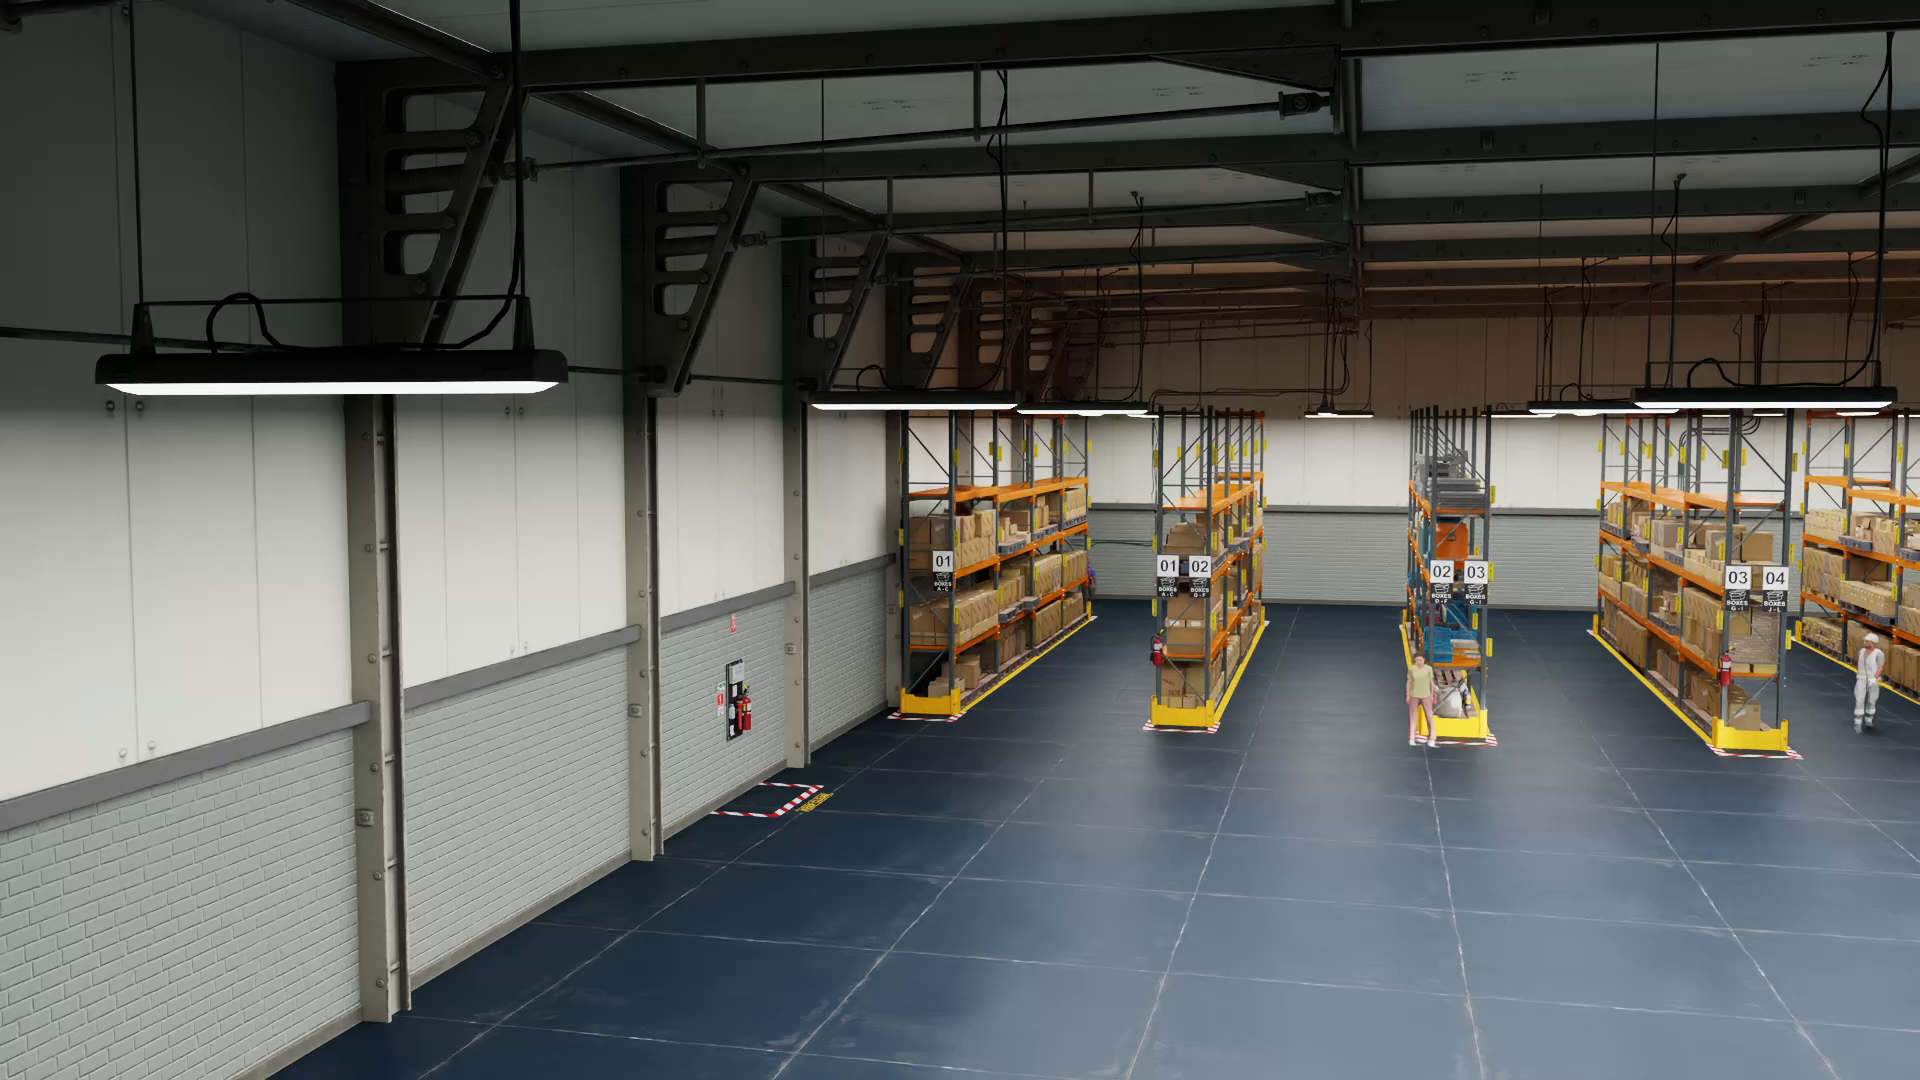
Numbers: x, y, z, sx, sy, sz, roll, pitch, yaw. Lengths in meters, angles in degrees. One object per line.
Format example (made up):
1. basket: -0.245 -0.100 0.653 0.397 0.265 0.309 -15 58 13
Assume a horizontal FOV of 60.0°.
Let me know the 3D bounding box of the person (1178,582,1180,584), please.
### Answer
1. person: 6.770 1.243 50.512 0.583 1.729 0.440 -1 4 -11

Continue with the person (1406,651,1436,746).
1. person: 8.124 2.779 29.299 0.522 1.674 0.403 1 4 17

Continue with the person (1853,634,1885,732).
1. person: 16.788 2.619 30.697 0.489 1.777 0.861 2 5 30

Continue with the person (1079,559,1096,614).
1. person: 3.751 1.375 49.030 0.502 1.664 0.369 -1 4 -16
